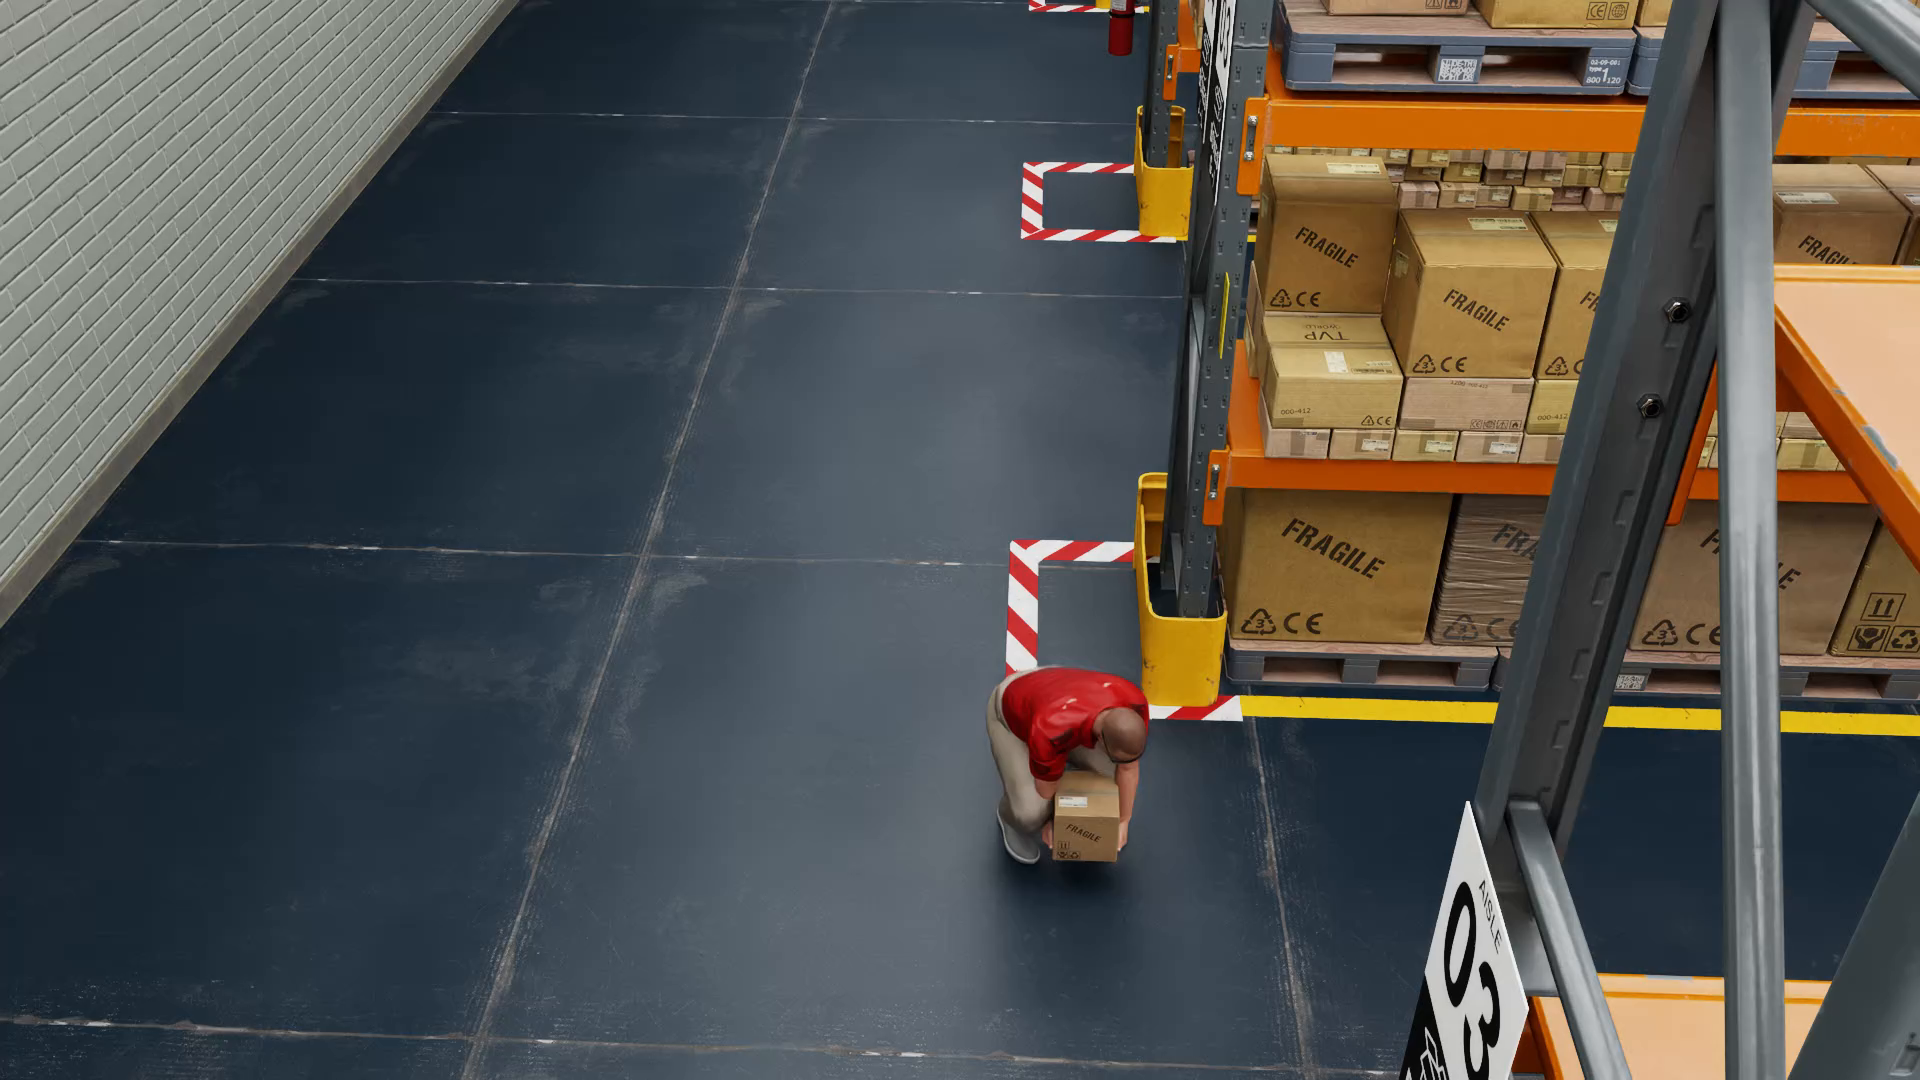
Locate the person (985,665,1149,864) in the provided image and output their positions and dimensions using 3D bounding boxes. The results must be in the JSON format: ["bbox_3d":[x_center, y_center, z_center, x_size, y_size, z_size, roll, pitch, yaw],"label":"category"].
[{"bbox_3d":[0.430,0.866,6.547,0.539,1.008,0.863,-13,38,-18],"label":"person"}]
